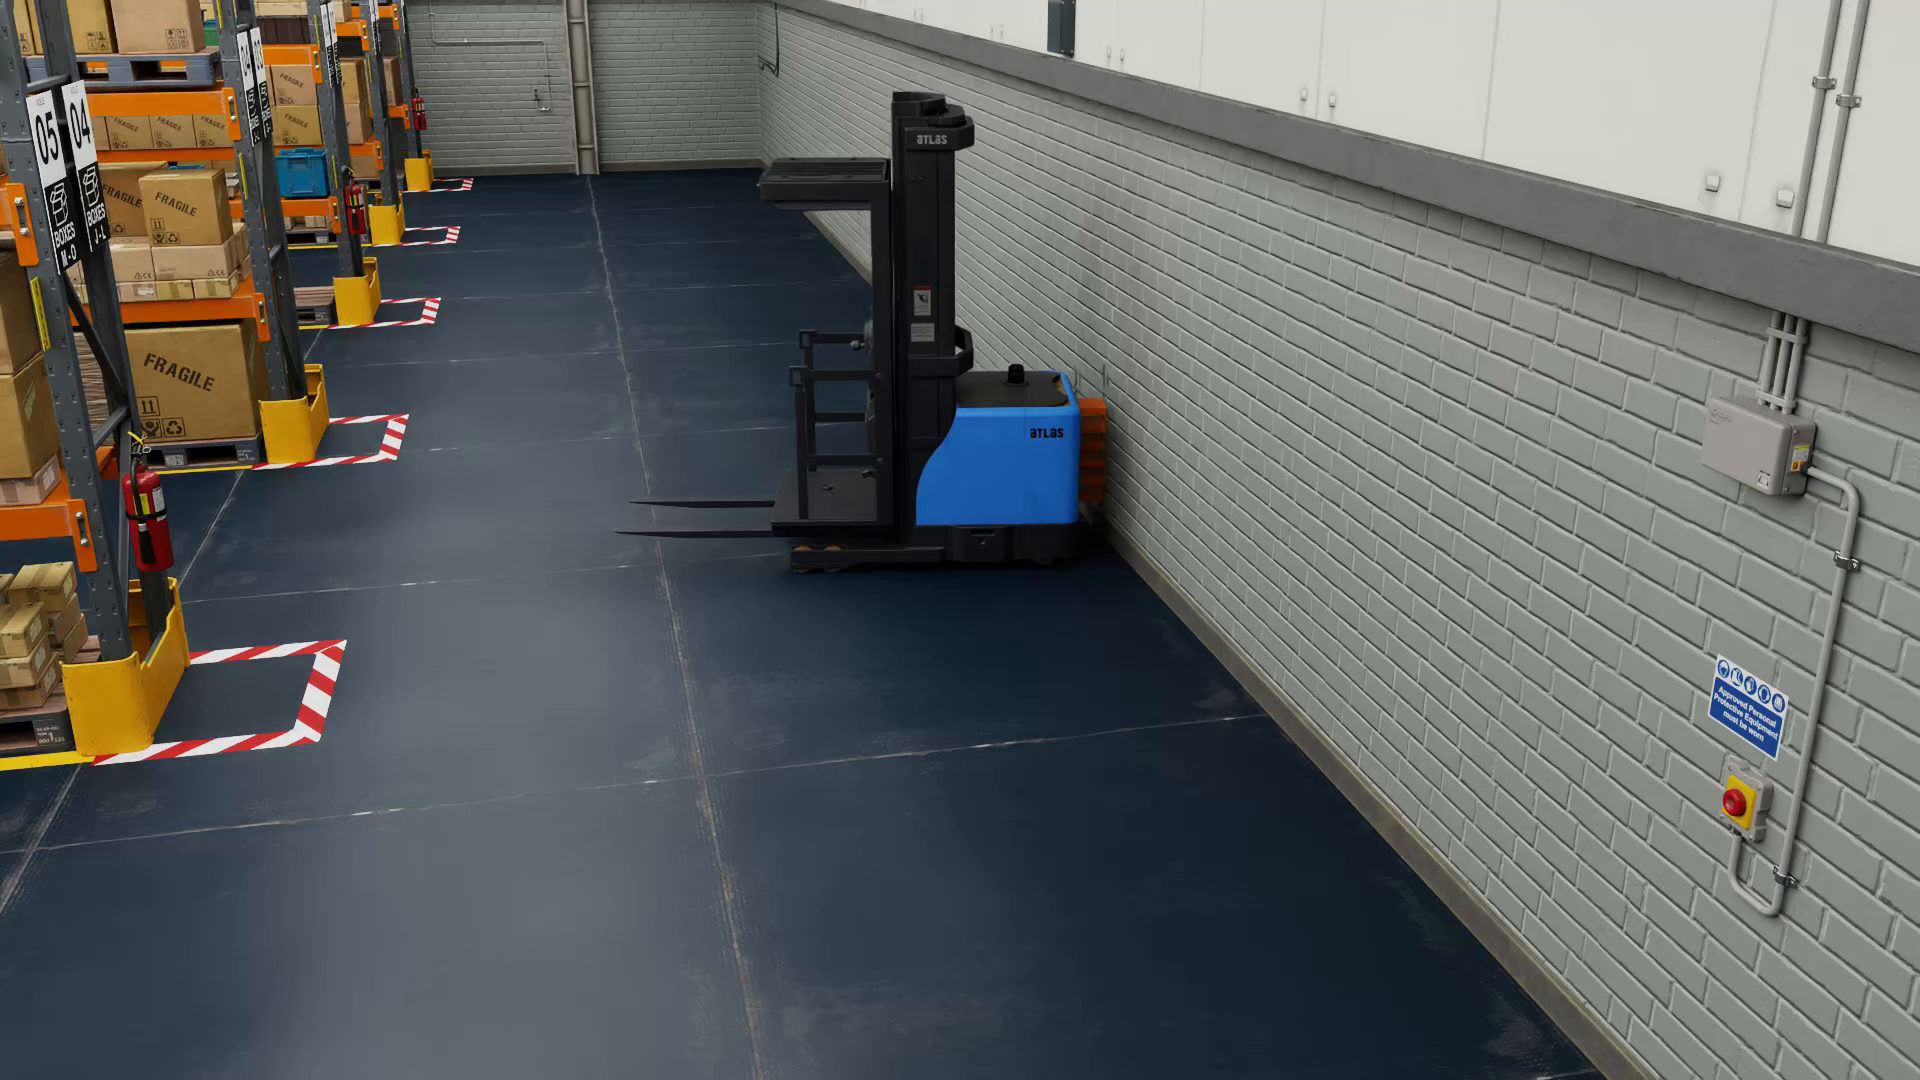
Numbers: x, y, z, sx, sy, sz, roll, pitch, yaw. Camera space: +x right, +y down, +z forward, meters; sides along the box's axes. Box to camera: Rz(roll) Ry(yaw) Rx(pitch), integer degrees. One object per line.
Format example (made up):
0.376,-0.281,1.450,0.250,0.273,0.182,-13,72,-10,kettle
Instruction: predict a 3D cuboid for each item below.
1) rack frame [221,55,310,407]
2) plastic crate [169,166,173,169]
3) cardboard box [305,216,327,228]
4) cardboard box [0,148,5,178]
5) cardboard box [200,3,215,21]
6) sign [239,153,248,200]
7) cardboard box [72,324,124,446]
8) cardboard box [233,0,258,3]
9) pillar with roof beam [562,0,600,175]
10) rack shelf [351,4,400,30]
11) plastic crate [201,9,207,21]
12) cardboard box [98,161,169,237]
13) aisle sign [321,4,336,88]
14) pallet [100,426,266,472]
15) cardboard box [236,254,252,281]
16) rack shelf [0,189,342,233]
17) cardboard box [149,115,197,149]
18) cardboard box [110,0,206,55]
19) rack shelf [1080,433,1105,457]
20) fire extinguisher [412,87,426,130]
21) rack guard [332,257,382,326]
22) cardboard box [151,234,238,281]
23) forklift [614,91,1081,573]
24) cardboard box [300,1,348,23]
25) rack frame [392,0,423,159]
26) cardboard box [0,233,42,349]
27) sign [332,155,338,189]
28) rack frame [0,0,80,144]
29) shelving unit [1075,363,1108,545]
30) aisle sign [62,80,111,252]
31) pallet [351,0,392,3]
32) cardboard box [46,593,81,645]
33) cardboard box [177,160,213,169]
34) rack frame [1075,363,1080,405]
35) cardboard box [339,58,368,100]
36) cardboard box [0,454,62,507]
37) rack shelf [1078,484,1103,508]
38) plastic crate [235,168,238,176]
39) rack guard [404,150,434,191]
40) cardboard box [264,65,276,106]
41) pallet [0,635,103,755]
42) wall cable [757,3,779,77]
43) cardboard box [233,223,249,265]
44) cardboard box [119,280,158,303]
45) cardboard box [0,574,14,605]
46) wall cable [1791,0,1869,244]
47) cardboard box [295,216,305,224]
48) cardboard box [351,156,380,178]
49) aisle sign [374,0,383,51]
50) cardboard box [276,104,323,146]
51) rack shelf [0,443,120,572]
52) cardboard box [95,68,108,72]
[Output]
-5.373,-2.199,12.958,0.127,3.000,1.000,-5,21,-12,rack frame
-8.402,-3.769,17.400,0.300,0.233,0.416,-5,21,-12,plastic crate
-8.536,-4.264,22.074,0.250,0.166,0.380,-5,21,-12,cardboard box
-4.712,-1.745,7.573,0.500,0.250,0.500,-5,21,-14,cardboard box
-9.551,-6.611,20.857,0.500,0.250,0.500,-5,21,-12,cardboard box
-5.262,-2.671,12.219,0.005,0.325,0.100,-5,21,-12,sign
-6.863,-1.249,12.843,0.875,0.875,0.875,-5,21,-12,cardboard box
-9.064,-6.884,20.878,0.500,0.250,0.500,-5,21,-12,cardboard box
-5.374,-9.053,22.944,0.400,9.000,9.100,-5,21,-12,pillar with roof beam
-10.739,-8.086,25.712,4.000,0.370,1.077,-5,21,-12,rack shelf
-8.063,-5.208,16.899,0.767,0.338,0.504,-5,21,-12,plastic crate
-6.389,-2.633,12.838,0.500,0.500,0.500,-5,21,-14,cardboard box
-6.376,-4.986,16.784,0.004,0.787,0.394,-5,21,-12,aisle sign
-6.133,-0.800,13.193,1.213,0.211,1.003,-5,21,-12,pallet
-5.795,-2.164,13.226,0.250,0.149,0.380,-4,21,-12,cardboard box
-8.459,-3.361,17.175,4.000,0.370,1.077,-5,21,-12,rack shelf
-9.998,-5.275,21.210,0.500,0.500,0.500,-5,21,-13,cardboard box
-5.867,-3.840,12.174,0.500,0.500,0.700,-6,21,-16,cardboard box
0.864,-0.639,11.094,0.180,0.103,0.258,0,20,-2,rack shelf
-8.540,-6.819,26.225,0.183,0.674,0.296,-5,21,-12,fire extinguisher
-6.493,-2.690,17.930,0.348,0.500,1.175,-5,21,-12,rack guard
-5.784,-2.141,12.585,0.500,0.250,0.500,-5,21,-13,cardboard box
-0.749,-1.351,10.740,3.031,2.935,1.130,-1,20,-2,forklift
-8.088,-6.725,21.169,0.500,0.250,0.500,-5,21,-12,cardboard box
-8.793,-7.173,26.536,0.127,3.000,1.000,-5,21,-12,rack frame
-4.828,-1.240,8.309,0.500,0.500,0.500,-5,21,-13,cardboard box
-6.371,-3.751,16.956,0.005,0.325,0.100,-5,21,-12,sign
-4.330,-3.348,7.371,0.127,3.000,1.000,-5,21,-12,rack frame
0.864,-0.568,11.120,0.189,1.200,0.258,0,20,-2,shelving unit
-4.328,-1.858,8.246,0.004,0.787,0.394,-5,21,-12,aisle sign
-9.512,-8.478,25.866,1.213,0.211,1.003,-5,21,-12,pallet
-4.899,0.426,8.892,0.250,0.149,0.380,-4,20,-10,cardboard box
-11.934,-5.905,26.098,0.500,0.500,0.700,-4,21,-12,cardboard box
0.773,-0.568,11.118,0.006,1.200,0.240,0,20,-2,rack frame
-8.142,-6.085,21.966,0.500,0.500,0.500,-4,20,-11,cardboard box
-4.583,-0.293,8.118,0.250,0.149,0.380,-5,21,-12,cardboard box
0.863,-0.301,11.218,0.180,0.103,0.258,0,20,-2,rack shelf
-7.470,-3.845,17.607,0.300,0.233,0.416,-5,21,-12,plastic crate
-8.769,-6.002,26.972,0.348,0.500,1.175,-5,21,-12,rack guard
-9.014,-5.822,21.248,0.500,0.500,0.500,-4,21,-11,cardboard box
-5.203,0.837,8.723,1.213,0.211,1.003,-5,21,-12,pallet
-3.206,-8.860,26.934,0.112,2.526,3.097,-5,21,-12,wall cable
-5.903,-2.321,13.075,0.500,0.250,0.500,-5,21,-14,cardboard box
-6.142,-1.902,12.512,0.250,0.149,0.380,-5,21,-12,cardboard box
-5.159,0.321,8.747,0.250,0.149,0.380,-4,21,-11,cardboard box
2.378,-2.244,4.357,0.029,3.000,0.463,-5,21,-12,wall cable
-8.730,-4.443,22.442,0.500,0.250,0.500,-5,21,-12,cardboard box
-9.451,-6.108,26.651,0.500,0.500,0.700,-5,21,-12,cardboard box
-7.650,-6.840,21.847,0.004,0.787,0.394,-5,21,-12,aisle sign
-8.526,-5.394,21.533,0.500,0.500,0.500,-4,21,-12,cardboard box
-6.277,-0.035,8.095,4.000,0.370,1.077,-5,21,-12,rack shelf
-10.517,-5.700,20.914,0.500,0.500,0.500,-5,21,-14,cardboard box
